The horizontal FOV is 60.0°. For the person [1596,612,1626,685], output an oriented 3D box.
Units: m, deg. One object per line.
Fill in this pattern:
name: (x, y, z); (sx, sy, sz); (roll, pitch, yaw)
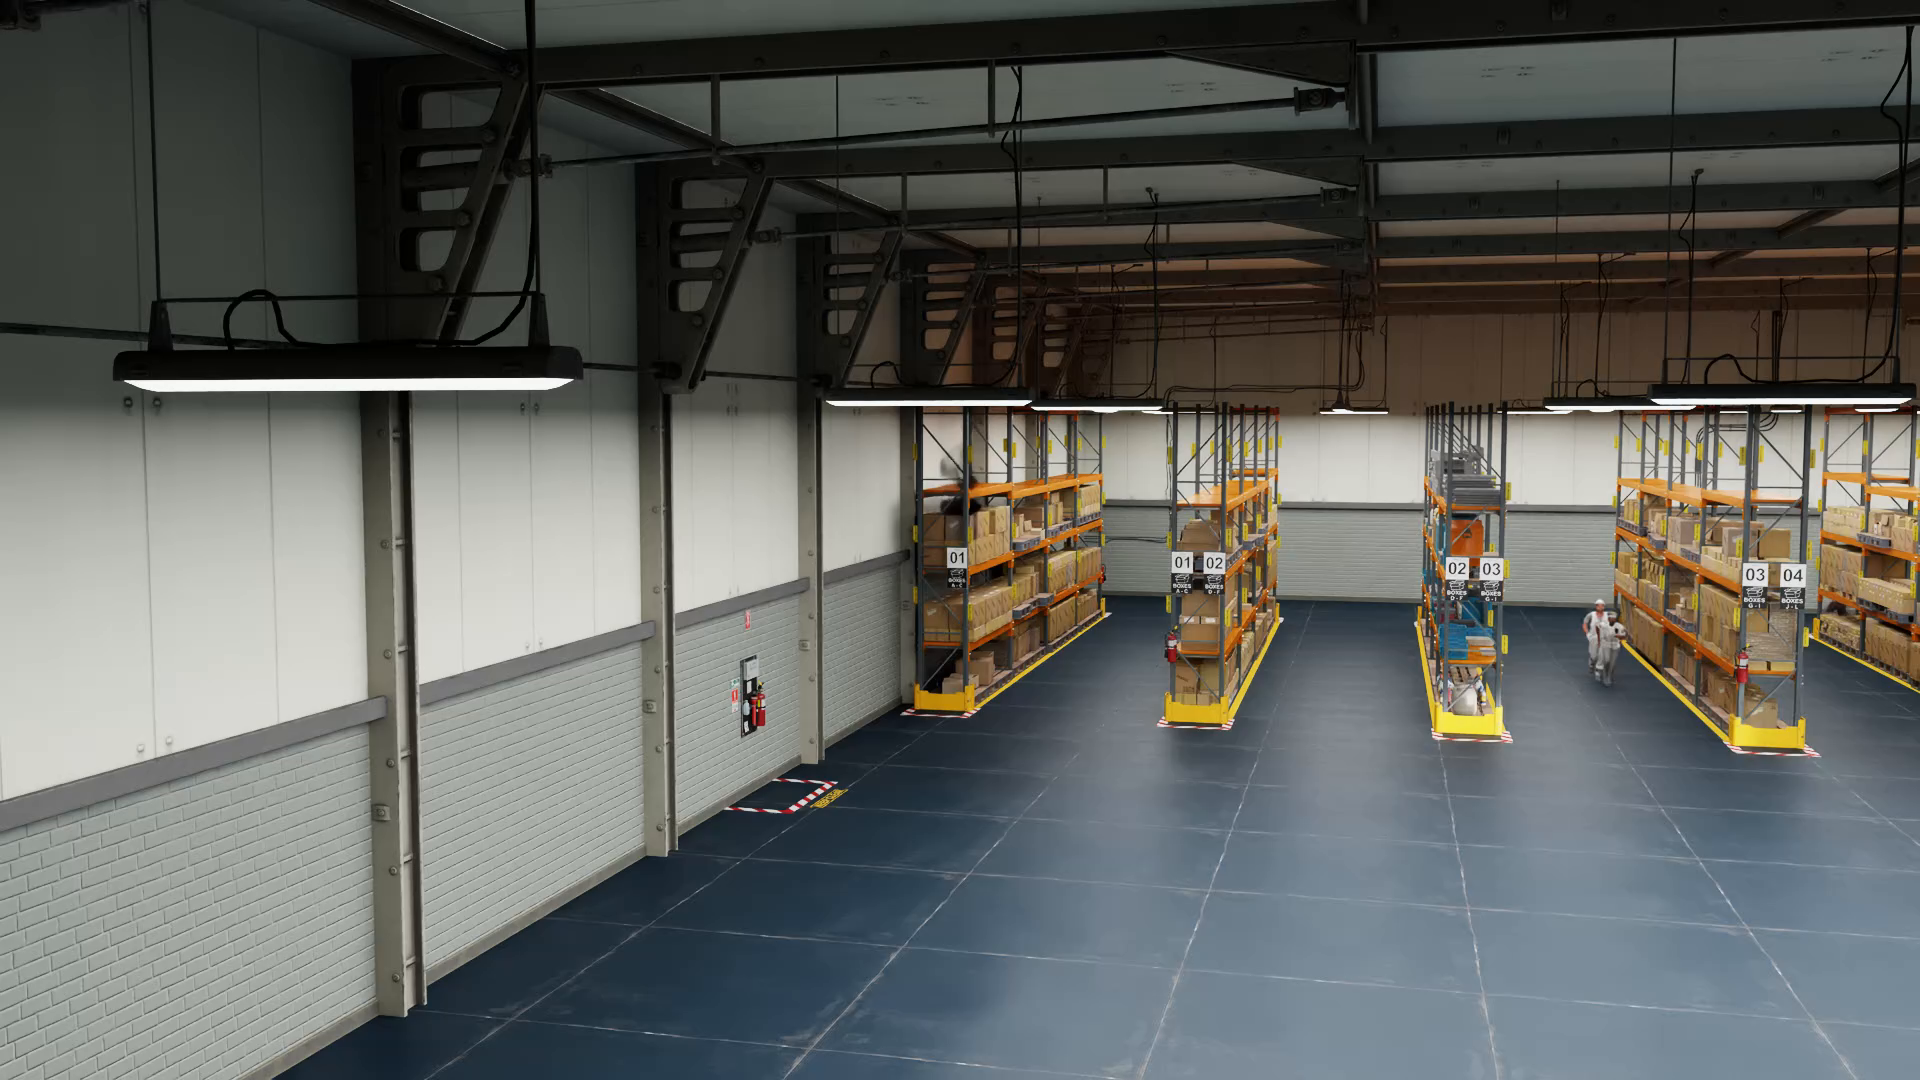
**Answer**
person: (13.782, 2.295, 35.242); (0.565, 1.604, 0.849); (1, 4, 15)

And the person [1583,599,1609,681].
person: (13.971, 2.168, 36.344); (0.681, 1.761, 0.640); (1, 4, 15)

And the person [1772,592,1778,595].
person: (19.738, 1.873, 40.577); (0.661, 1.731, 0.584); (1, 4, 14)

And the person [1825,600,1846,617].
person: (23.374, 1.605, 44.257); (0.714, 1.654, 0.622); (-4, 6, -41)
